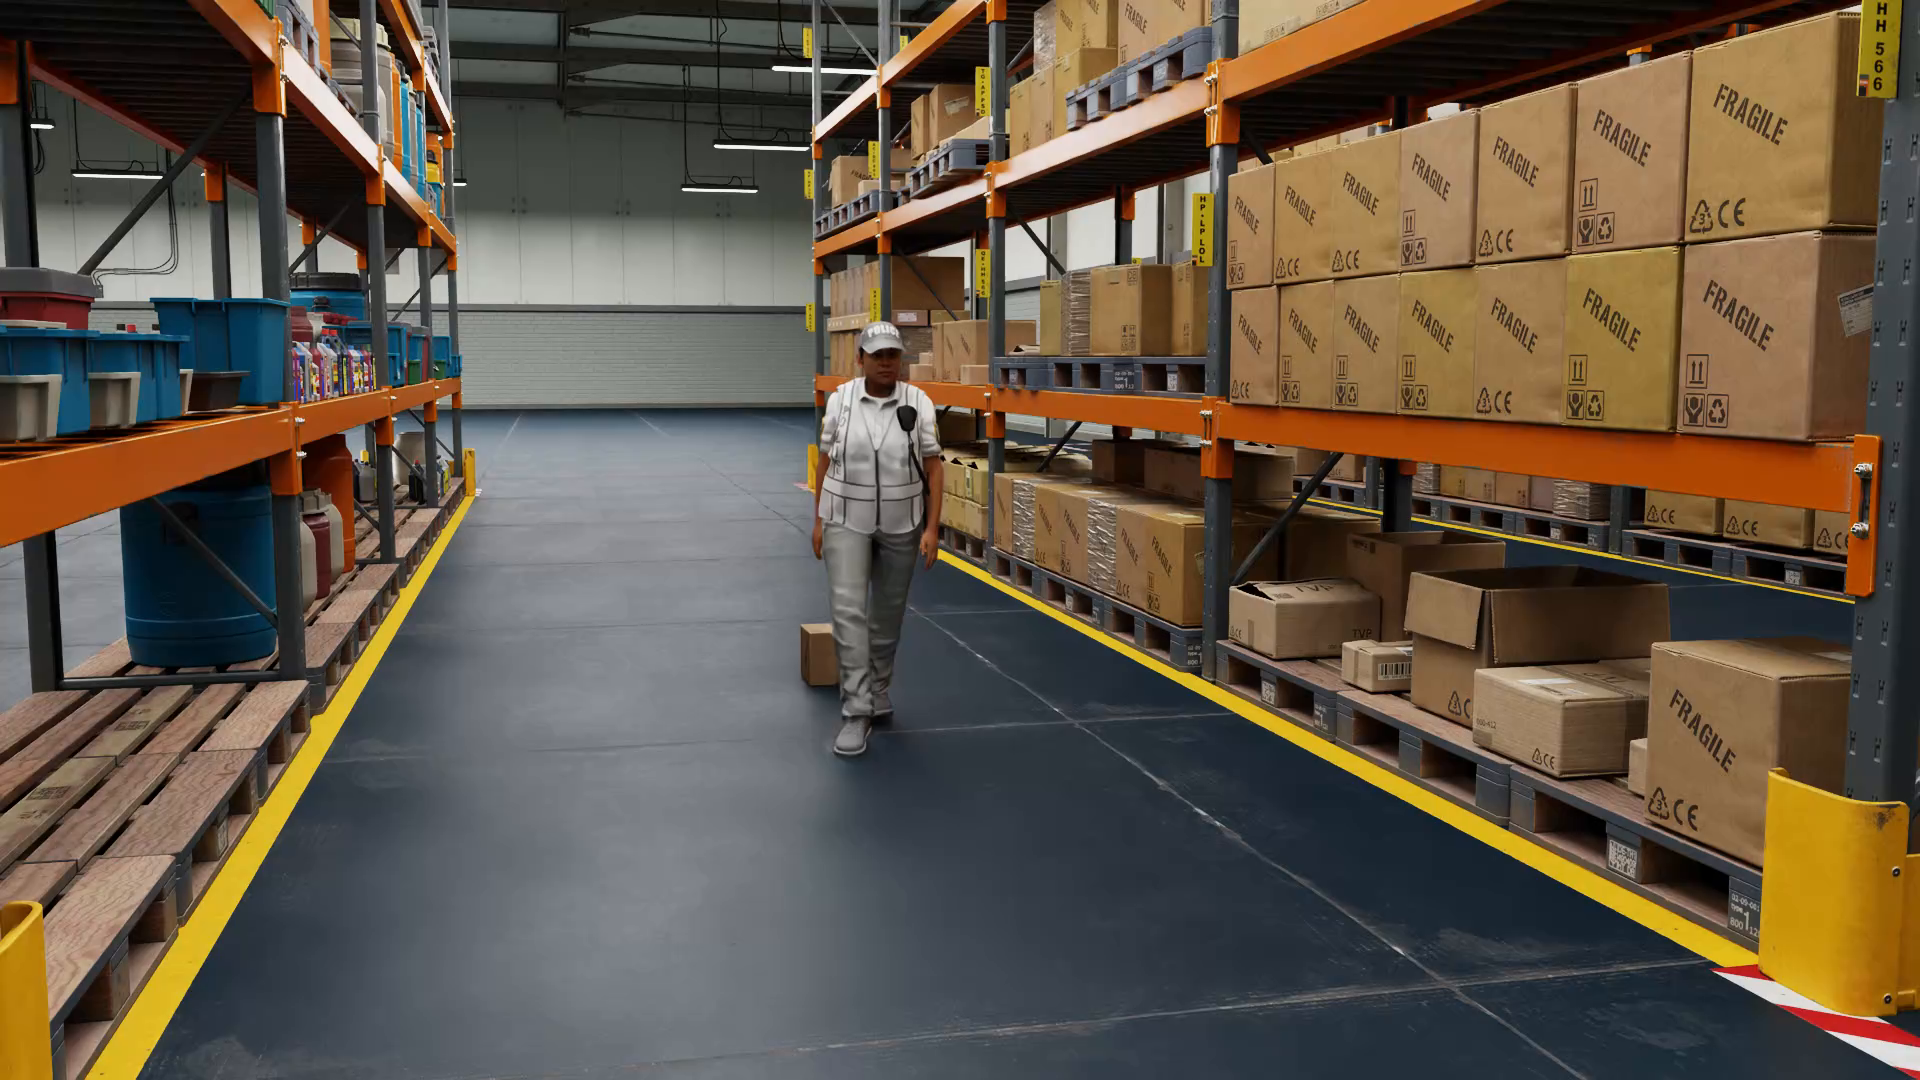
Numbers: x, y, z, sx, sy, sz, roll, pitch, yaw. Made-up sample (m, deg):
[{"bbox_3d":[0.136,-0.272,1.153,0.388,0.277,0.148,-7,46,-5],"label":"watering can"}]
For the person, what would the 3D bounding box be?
[{"bbox_3d":[-0.316,-0.045,6.583,0.505,1.627,0.865,-1,6,-11],"label":"person"}]
